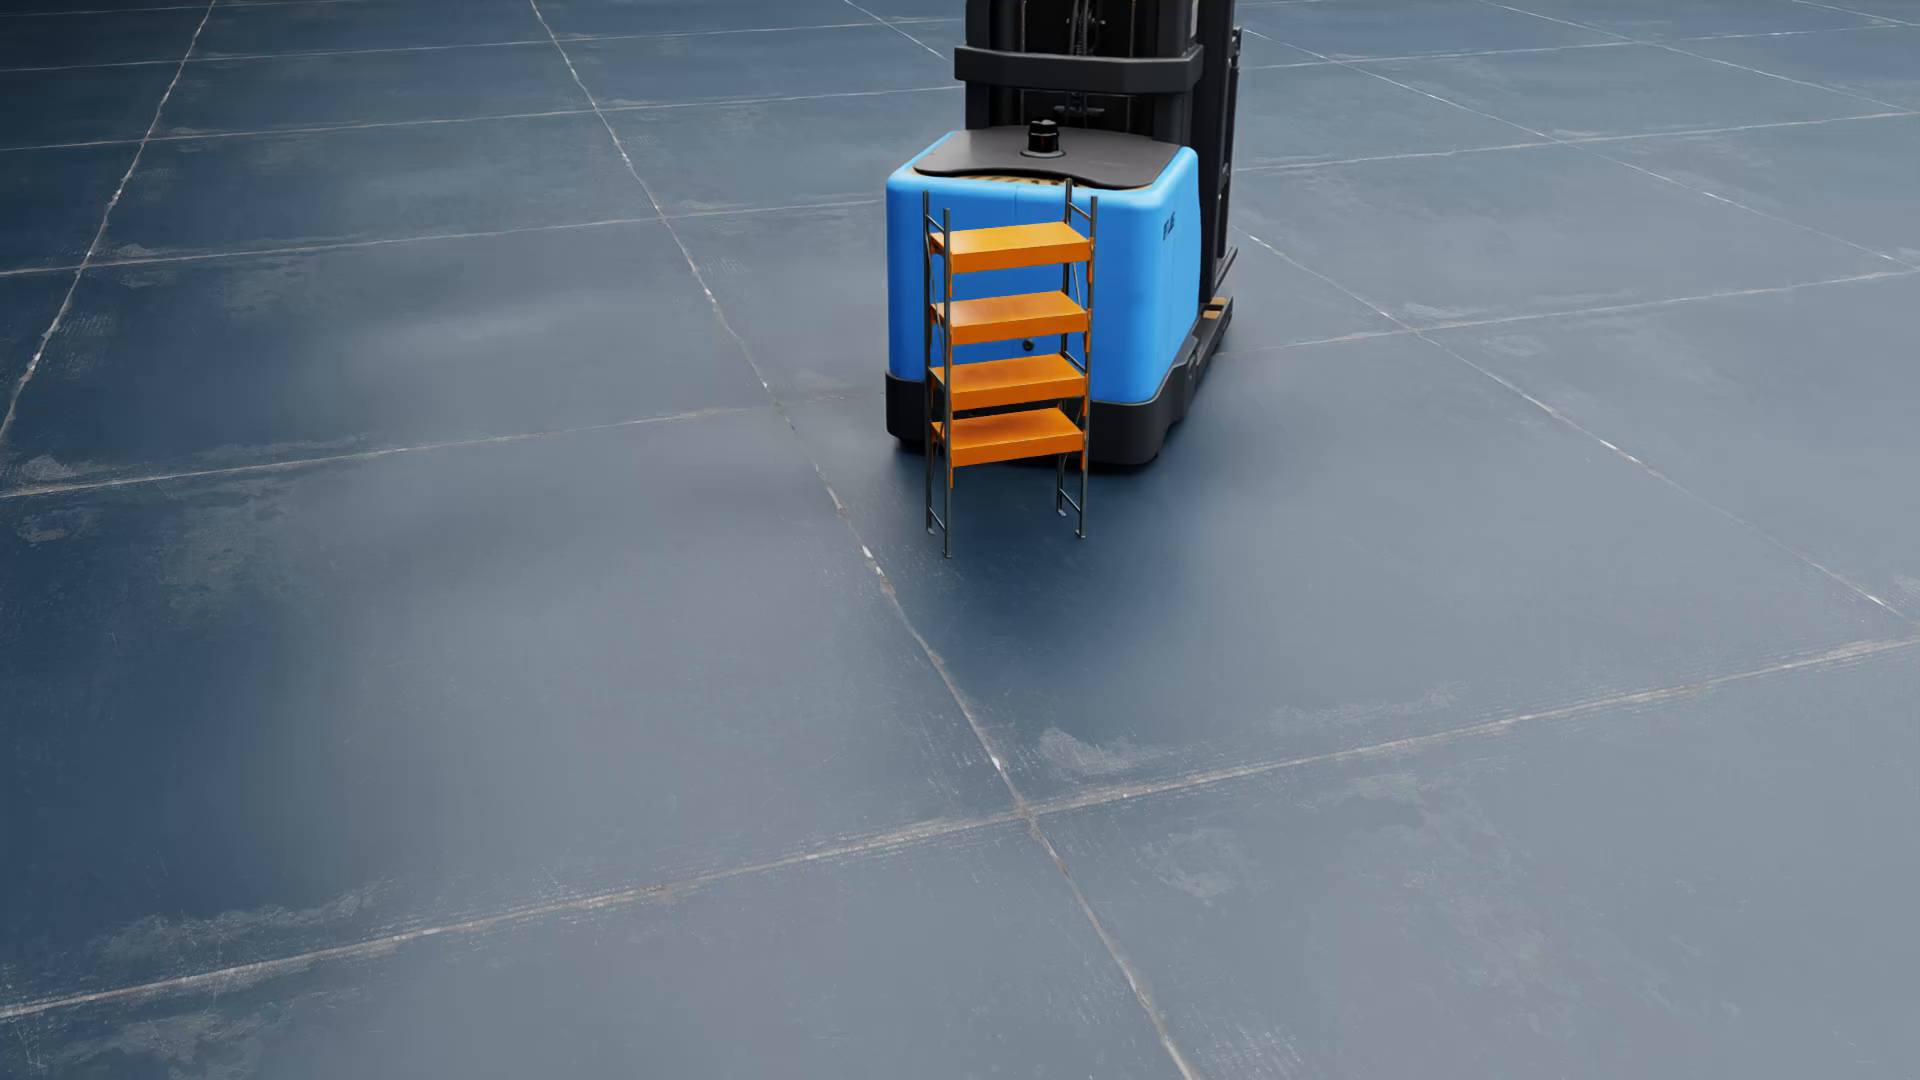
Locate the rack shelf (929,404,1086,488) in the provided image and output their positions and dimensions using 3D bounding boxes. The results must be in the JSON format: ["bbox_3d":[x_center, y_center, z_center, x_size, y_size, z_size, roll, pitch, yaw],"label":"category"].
[{"bbox_3d":[0.157,-0.322,5.647,0.480,0.148,0.258,-8,28,-16],"label":"rack shelf"}]

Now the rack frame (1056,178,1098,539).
[{"bbox_3d":[0.389,-0.594,5.597,0.015,1.200,0.240,-8,28,-16],"label":"rack frame"}]

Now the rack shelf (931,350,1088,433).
[{"bbox_3d":[0.157,-0.500,5.559,0.480,0.148,0.258,-8,28,-16],"label":"rack shelf"}]

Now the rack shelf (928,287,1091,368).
[{"bbox_3d":[0.157,-0.700,5.460,0.480,0.148,0.258,-8,28,-16],"label":"rack shelf"}]

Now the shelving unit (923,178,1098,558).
[{"bbox_3d":[0.157,-0.560,5.529,0.503,1.200,0.258,-8,28,-16],"label":"shelving unit"}]

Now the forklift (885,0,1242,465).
[{"bbox_3d":[0.630,-2.226,6.937,1.130,2.935,3.031,8,27,15],"label":"forklift"}]

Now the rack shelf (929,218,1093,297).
[{"bbox_3d":[0.157,-0.912,5.354,0.480,0.148,0.258,-8,28,-16],"label":"rack shelf"}]

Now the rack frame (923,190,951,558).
[{"bbox_3d":[-0.075,-0.527,5.461,0.015,1.200,0.240,-8,28,-16],"label":"rack frame"}]
